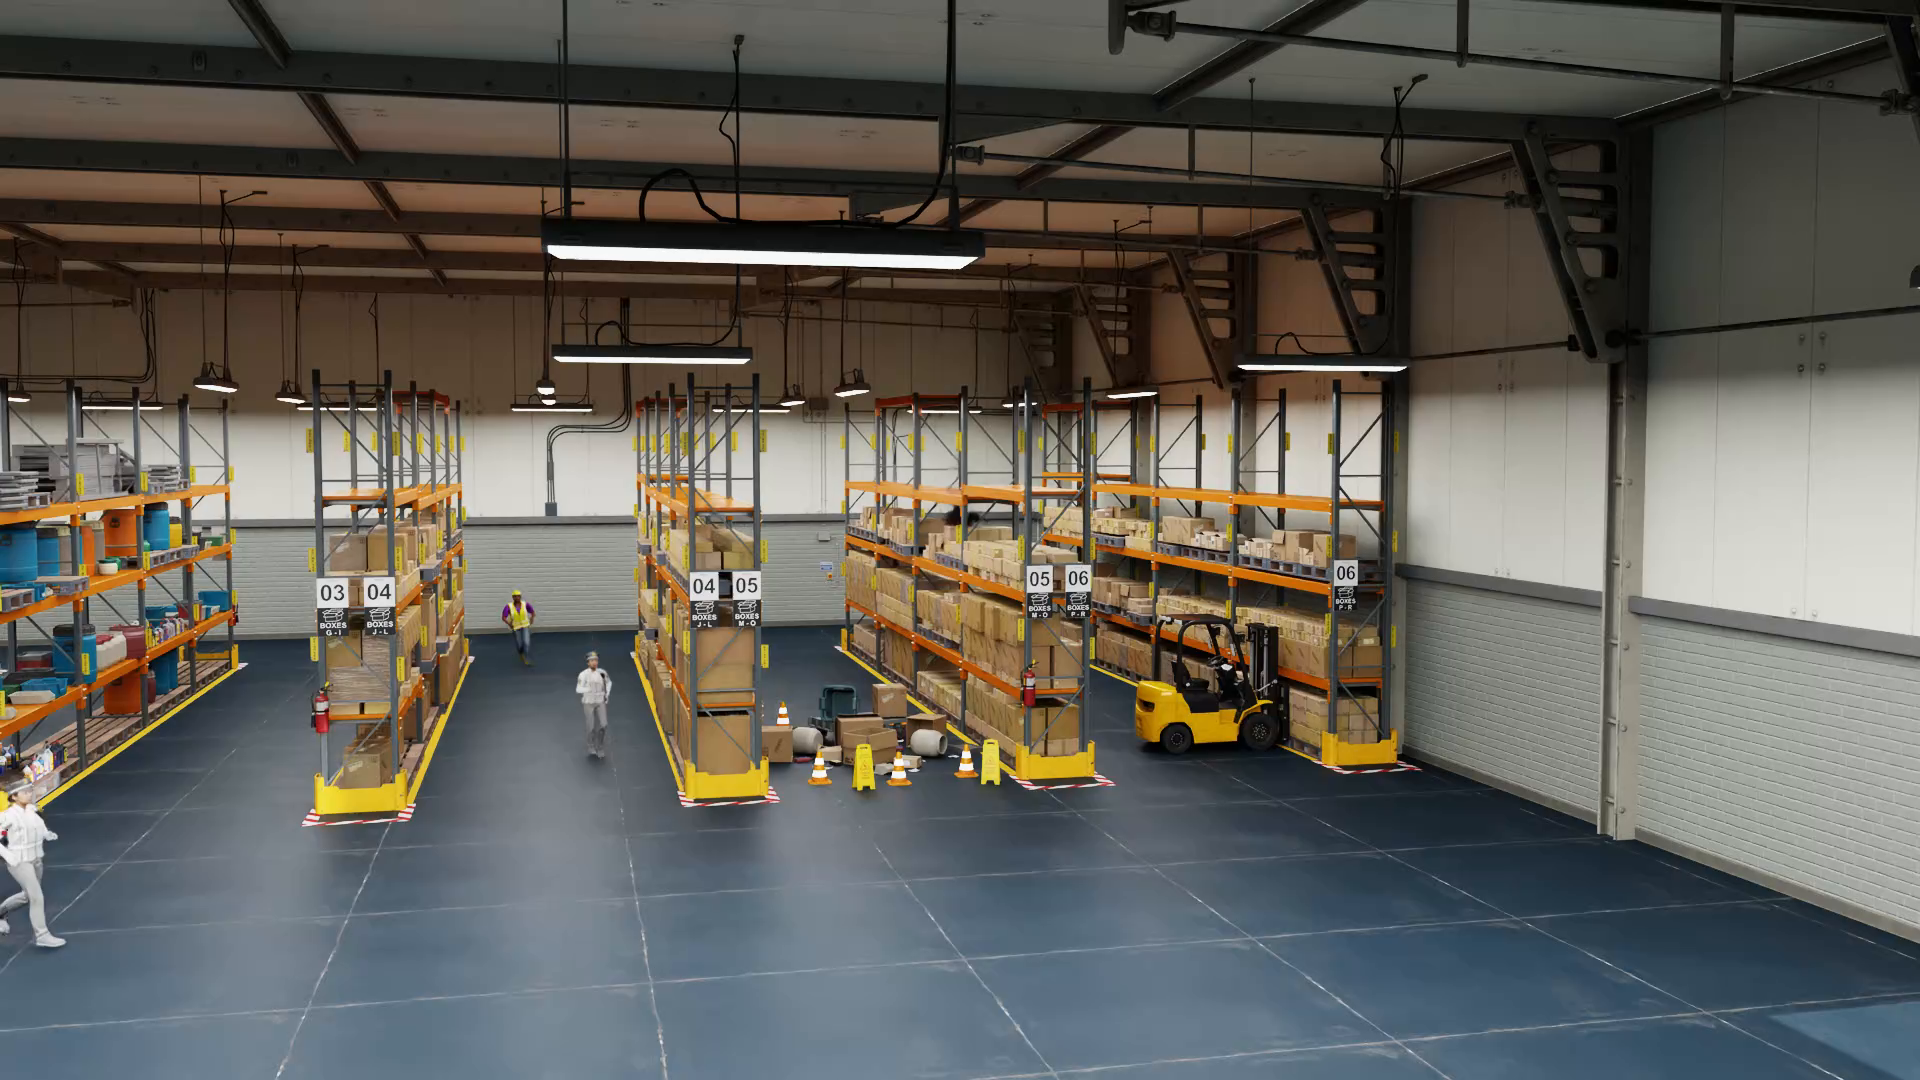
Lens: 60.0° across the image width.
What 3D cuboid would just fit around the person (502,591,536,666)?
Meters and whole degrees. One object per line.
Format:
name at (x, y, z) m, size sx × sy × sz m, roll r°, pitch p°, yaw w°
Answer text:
person at (-9.962, 1.987, 37.594) m, size 0.733 × 1.708 × 0.646 m, roll -1°, pitch 4°, yaw -22°

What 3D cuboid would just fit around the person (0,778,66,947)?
person at (-9.327, 3.194, 16.554) m, size 0.883 × 1.670 × 0.622 m, roll 0°, pitch 3°, yaw 8°

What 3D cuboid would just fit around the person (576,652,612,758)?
person at (-5.810, 2.633, 26.514) m, size 0.594 × 1.712 × 0.638 m, roll -1°, pitch 4°, yaw -21°
